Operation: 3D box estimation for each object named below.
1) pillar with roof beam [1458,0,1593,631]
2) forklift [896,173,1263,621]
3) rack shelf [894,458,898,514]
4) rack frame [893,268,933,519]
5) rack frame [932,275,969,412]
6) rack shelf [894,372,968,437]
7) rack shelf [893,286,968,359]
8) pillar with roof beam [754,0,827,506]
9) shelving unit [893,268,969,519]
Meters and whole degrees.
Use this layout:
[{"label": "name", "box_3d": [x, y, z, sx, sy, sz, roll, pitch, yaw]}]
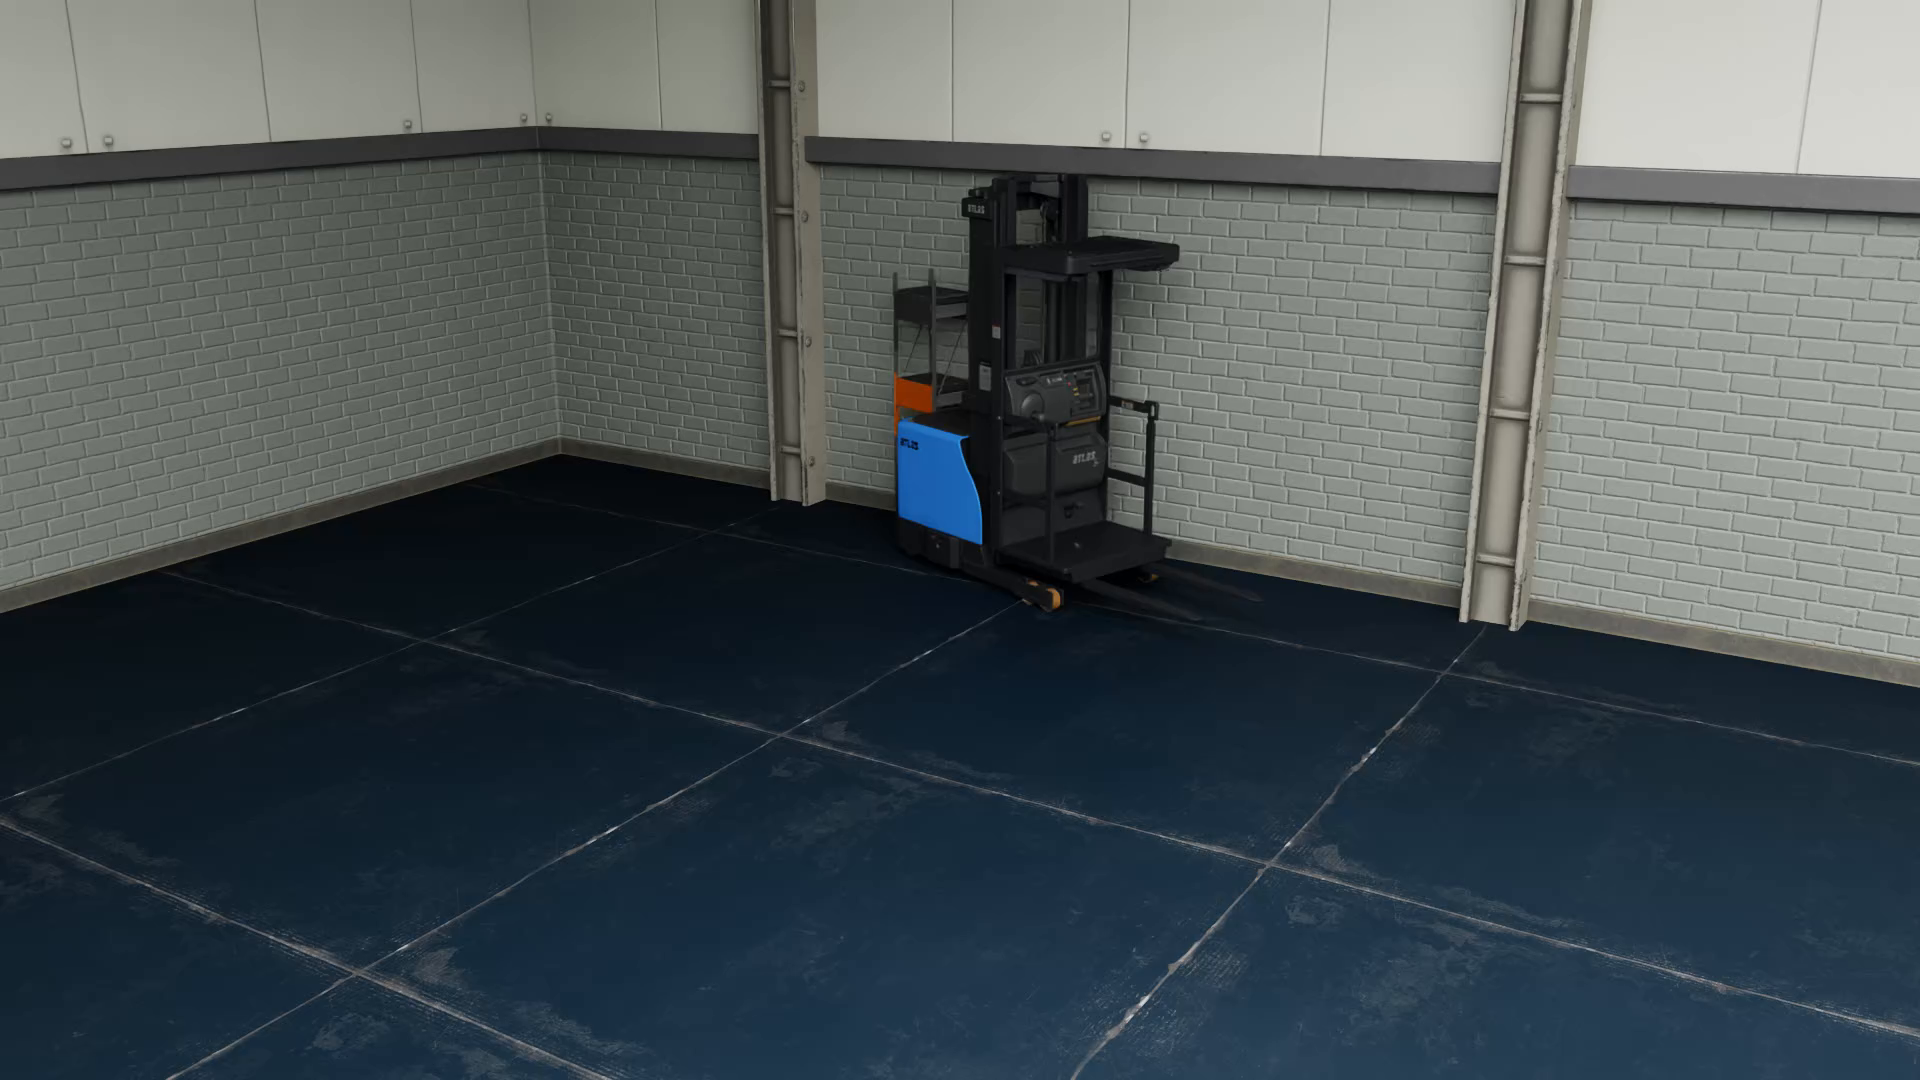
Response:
[{"label": "pillar with roof beam", "box_3d": [1.452, -2.685, 6.738, 0.400, 9.000, 9.100, 10, 20, 30]}, {"label": "forklift", "box_3d": [0.834, -1.064, 11.840, 1.130, 2.935, 3.031, -14, 22, -38]}, {"label": "rack shelf", "box_3d": [-0.216, -0.403, 13.549, 0.431, 0.518, 0.480, -14, 22, -38]}, {"label": "rack frame", "box_3d": [-0.373, -1.140, 13.520, 0.400, 2.100, 0.015, -14, 22, -38]}, {"label": "rack frame", "box_3d": [-0.059, -1.031, 13.163, 0.400, 2.100, 0.015, -14, 22, -38]}, {"label": "rack shelf", "box_3d": [-0.216, -1.072, 13.346, 0.431, 0.518, 0.480, -14, 22, -38]}, {"label": "rack shelf", "box_3d": [-0.215, -1.742, 13.142, 0.431, 0.518, 0.480, -14, 22, -38]}, {"label": "pillar with roof beam", "box_3d": [-3.661, -3.598, 9.743, 0.400, 9.000, 9.100, 10, 20, 30]}, {"label": "shelving unit", "box_3d": [-0.216, -1.086, 13.342, 0.431, 2.100, 0.503, -14, 22, -38]}]
